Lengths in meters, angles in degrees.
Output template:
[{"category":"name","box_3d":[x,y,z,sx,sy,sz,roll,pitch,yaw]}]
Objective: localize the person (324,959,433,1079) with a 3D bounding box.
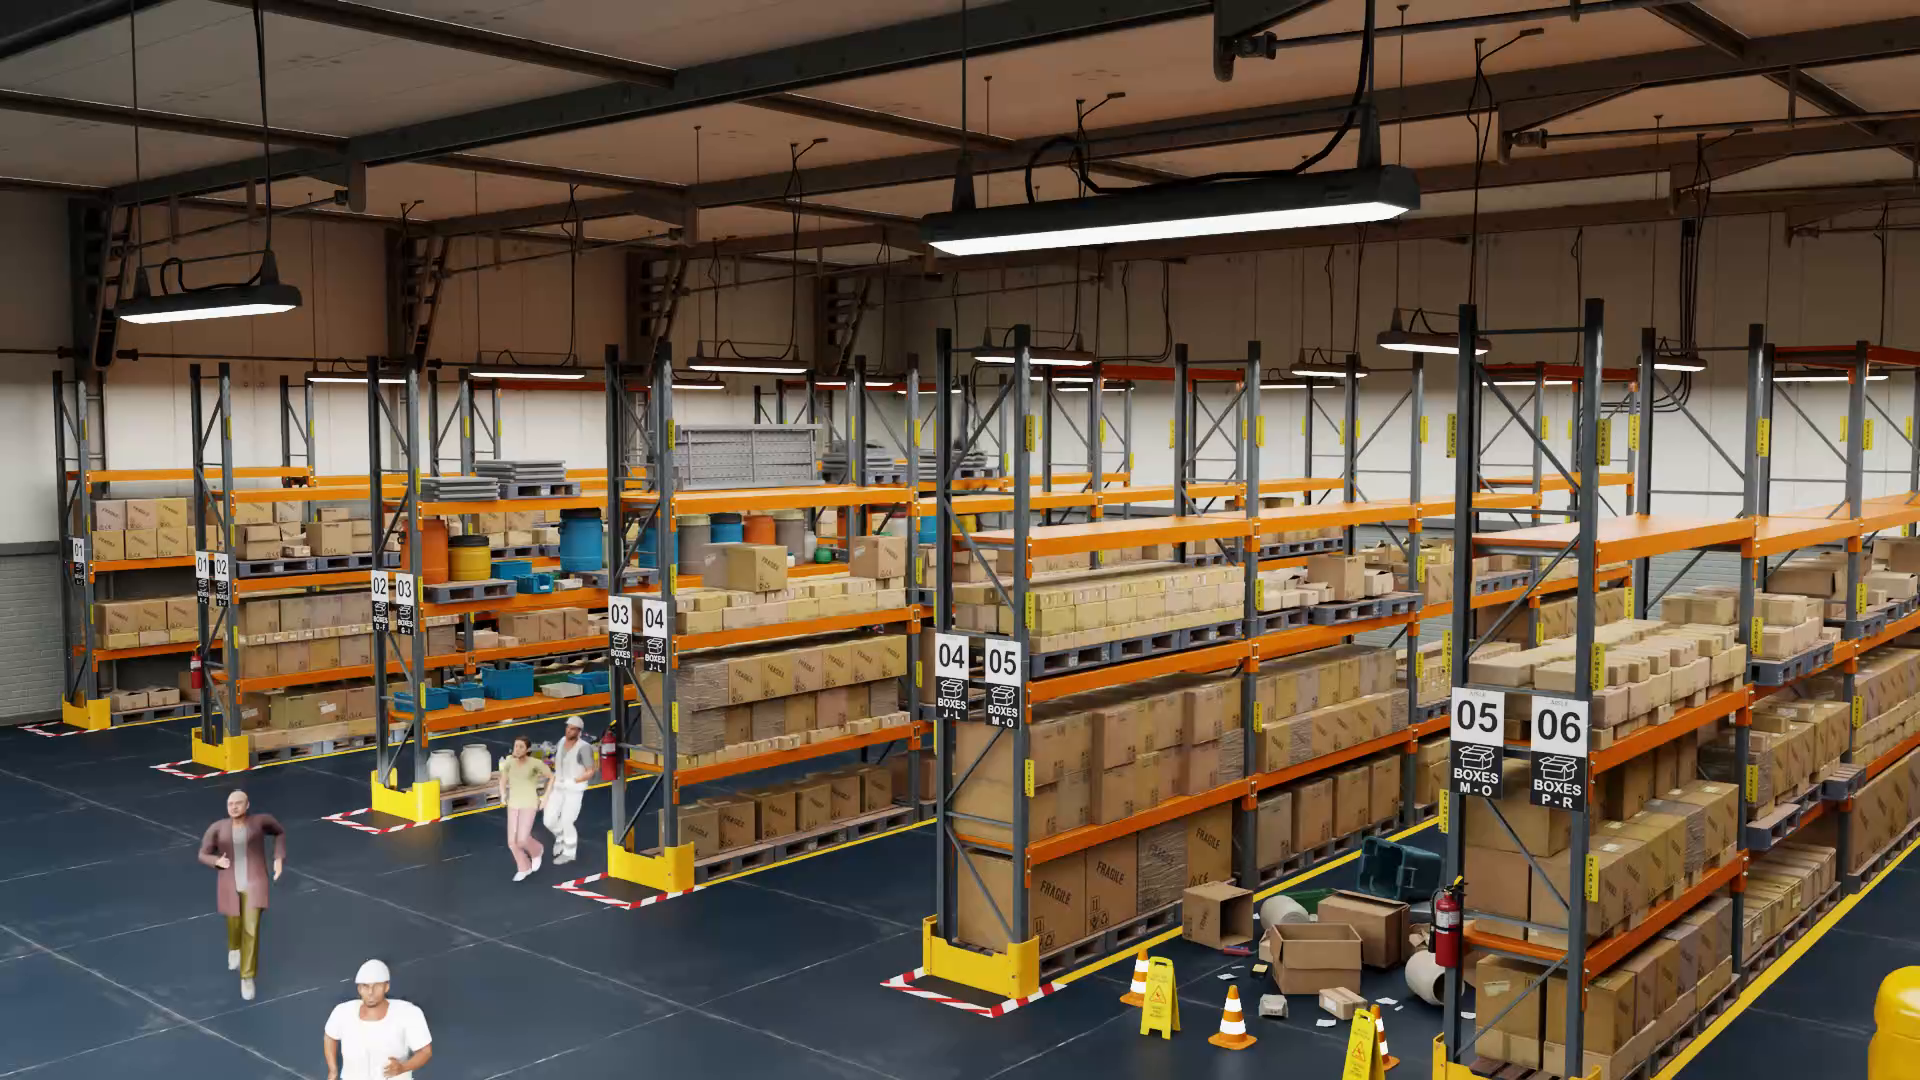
[{"category":"person","box_3d":[-3.661,3.516,10.444,0.688,1.787,0.841,-1,4,-11]}]

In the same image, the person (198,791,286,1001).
[{"category":"person","box_3d":[-6.553,3.175,15.227,0.726,1.816,1.042,-1,4,-15]}]

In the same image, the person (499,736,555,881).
[{"category":"person","box_3d":[-4.897,3.012,18.695,0.616,1.642,0.566,1,4,11]}]

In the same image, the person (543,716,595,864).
[{"category":"person","box_3d":[-4.545,2.911,19.303,0.658,1.754,0.557,2,4,23]}]
